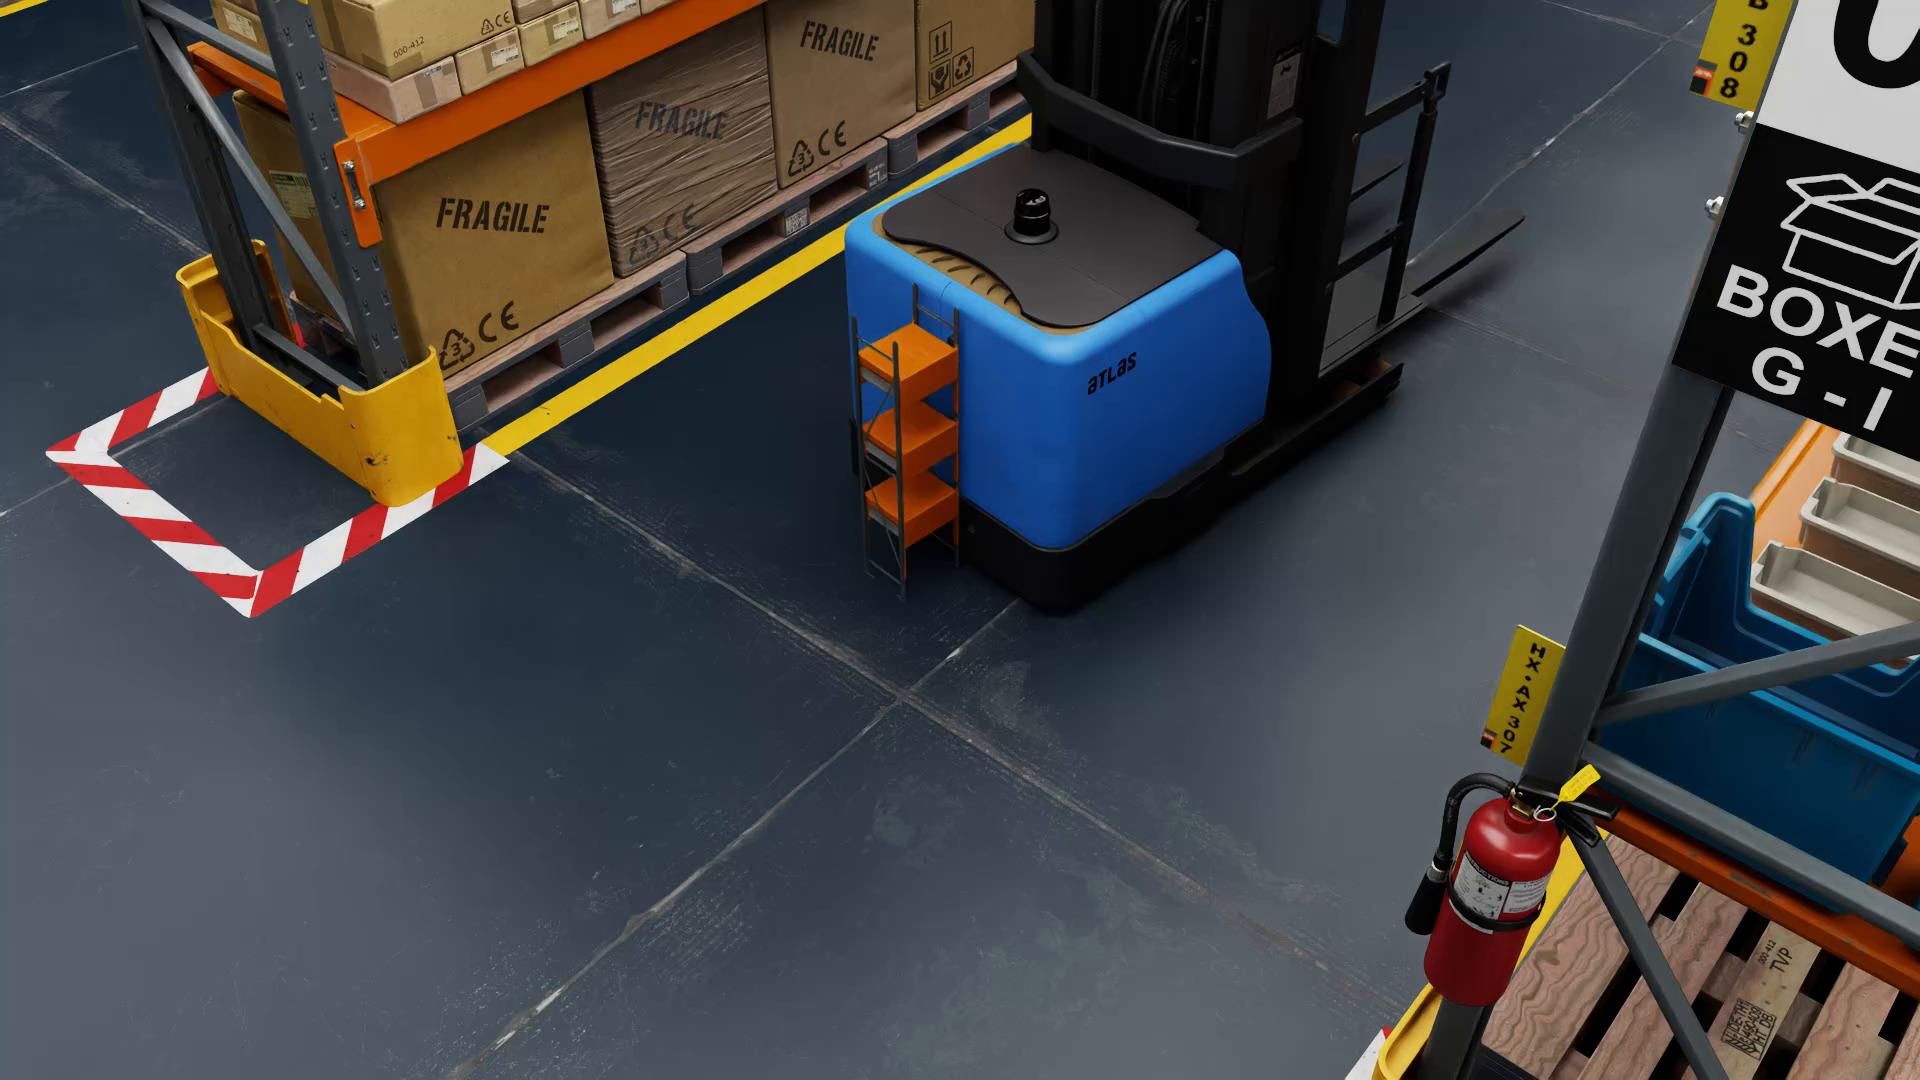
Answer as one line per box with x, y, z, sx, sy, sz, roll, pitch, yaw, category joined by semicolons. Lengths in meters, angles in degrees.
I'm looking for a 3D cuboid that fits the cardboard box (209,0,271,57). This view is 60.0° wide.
-2.340;-1.793;5.679;0.380;0.149;0.250;30;50;29;cardboard box

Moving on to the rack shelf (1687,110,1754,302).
2.760;-1.289;3.243;1.077;0.370;4.000;29;50;28;rack shelf

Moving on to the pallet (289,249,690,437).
-1.863;-0.974;6.664;1.003;0.211;1.213;29;50;28;pallet

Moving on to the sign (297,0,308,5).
-1.897;-1.667;4.651;0.100;0.325;0.005;29;50;28;sign

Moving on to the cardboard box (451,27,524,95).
-1.673;-1.640;5.511;0.380;0.149;0.250;29;50;28;cardboard box

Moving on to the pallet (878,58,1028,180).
-0.293;-2.231;8.046;1.003;0.211;1.213;29;50;28;pallet

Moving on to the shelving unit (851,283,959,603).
-0.162;-0.286;5.284;0.252;1.050;0.215;-33;51;-31;shelving unit

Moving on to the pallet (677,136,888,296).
-1.078;-1.599;7.352;1.003;0.211;1.213;29;50;28;pallet

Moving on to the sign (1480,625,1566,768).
1.042;0.294;3.076;0.100;0.325;0.005;29;50;28;sign

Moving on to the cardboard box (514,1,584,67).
-1.508;-1.772;5.656;0.380;0.149;0.250;28;49;28;cardboard box

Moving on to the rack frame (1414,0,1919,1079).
1.471;0.583;2.879;0.949;2.616;0.053;29;50;28;rack frame

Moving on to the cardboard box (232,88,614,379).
-1.967;-1.294;6.210;0.875;0.875;0.875;29;50;28;cardboard box

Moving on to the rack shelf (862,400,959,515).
-0.162;-0.278;5.291;0.240;0.259;0.215;-33;51;-31;rack shelf

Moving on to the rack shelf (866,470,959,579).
-0.162;-0.072;5.478;0.240;0.259;0.215;-33;51;-31;rack shelf

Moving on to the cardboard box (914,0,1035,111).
-0.229;-2.684;7.739;0.875;0.875;0.875;29;50;28;cardboard box

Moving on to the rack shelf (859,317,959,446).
-0.162;-0.488;5.100;0.240;0.259;0.215;-33;51;-31;rack shelf

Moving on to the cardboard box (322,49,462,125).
-1.837;-1.507;5.365;0.380;0.149;0.250;30;50;29;cardboard box

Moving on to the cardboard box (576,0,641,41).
-1.341;-1.907;5.804;0.380;0.149;0.250;29;50;28;cardboard box

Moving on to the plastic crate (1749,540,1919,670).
1.860;0.161;3.494;0.396;0.136;0.243;29;50;28;plastic crate

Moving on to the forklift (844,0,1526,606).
1.031;-1.744;5.489;3.031;2.935;1.130;-33;51;-31;forklift

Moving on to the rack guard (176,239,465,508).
-2.333;-0.623;6.064;1.175;0.500;0.348;29;50;28;rack guard

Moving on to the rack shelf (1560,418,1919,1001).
2.760;-0.180;4.252;1.077;0.370;4.000;29;50;28;rack shelf

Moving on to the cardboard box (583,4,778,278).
-1.381;-1.762;6.726;0.875;0.875;0.875;29;50;28;cardboard box

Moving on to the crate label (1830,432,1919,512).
2.218;-0.136;3.821;0.396;0.136;0.243;29;50;28;crate label

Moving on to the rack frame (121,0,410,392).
-2.318;-1.560;5.236;1.000;3.000;0.127;29;50;28;rack frame

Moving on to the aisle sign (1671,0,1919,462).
1.203;-0.467;2.102;0.394;0.787;0.004;29;50;28;aisle sign

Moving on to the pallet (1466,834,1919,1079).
2.034;1.208;4.265;1.003;0.211;1.213;29;50;28;pallet

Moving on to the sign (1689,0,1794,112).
1.042;-0.717;2.157;0.100;0.325;0.005;29;50;28;sign

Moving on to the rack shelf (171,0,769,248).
-1.030;-2.324;6.611;1.077;0.370;4.000;29;50;28;rack shelf

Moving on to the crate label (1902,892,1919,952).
1.884;0.639;2.897;0.416;0.233;0.303;29;50;28;crate label

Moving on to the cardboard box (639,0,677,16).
-1.177;-2.037;5.948;0.380;0.149;0.250;29;49;28;cardboard box

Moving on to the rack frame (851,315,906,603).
-0.250;-0.229;5.222;0.008;1.050;0.200;-33;51;-31;rack frame

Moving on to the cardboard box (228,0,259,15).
-2.209;-1.979;5.587;0.500;0.250;0.500;29;50;28;cardboard box

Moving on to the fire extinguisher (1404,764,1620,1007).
1.028;0.632;3.160;0.296;0.674;0.183;29;50;28;fire extinguisher

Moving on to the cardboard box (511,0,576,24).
-1.473;-2.016;5.627;0.500;0.250;0.500;29;50;28;cardboard box

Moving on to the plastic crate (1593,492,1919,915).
1.546;0.296;3.124;0.616;0.435;0.499;29;50;28;plastic crate

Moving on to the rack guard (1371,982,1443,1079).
1.468;1.527;3.699;1.175;0.500;0.348;29;50;28;rack guard

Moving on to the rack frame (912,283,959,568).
-0.074;-0.342;5.346;0.008;1.050;0.200;-33;51;-31;rack frame

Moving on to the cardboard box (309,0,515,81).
-1.802;-1.745;5.330;0.500;0.250;0.500;28;49;27;cardboard box

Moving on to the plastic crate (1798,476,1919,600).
2.057;0.018;3.652;0.396;0.136;0.243;29;50;28;plastic crate

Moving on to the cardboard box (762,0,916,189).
-0.809;-2.221;7.230;0.875;0.875;0.875;29;50;28;cardboard box
